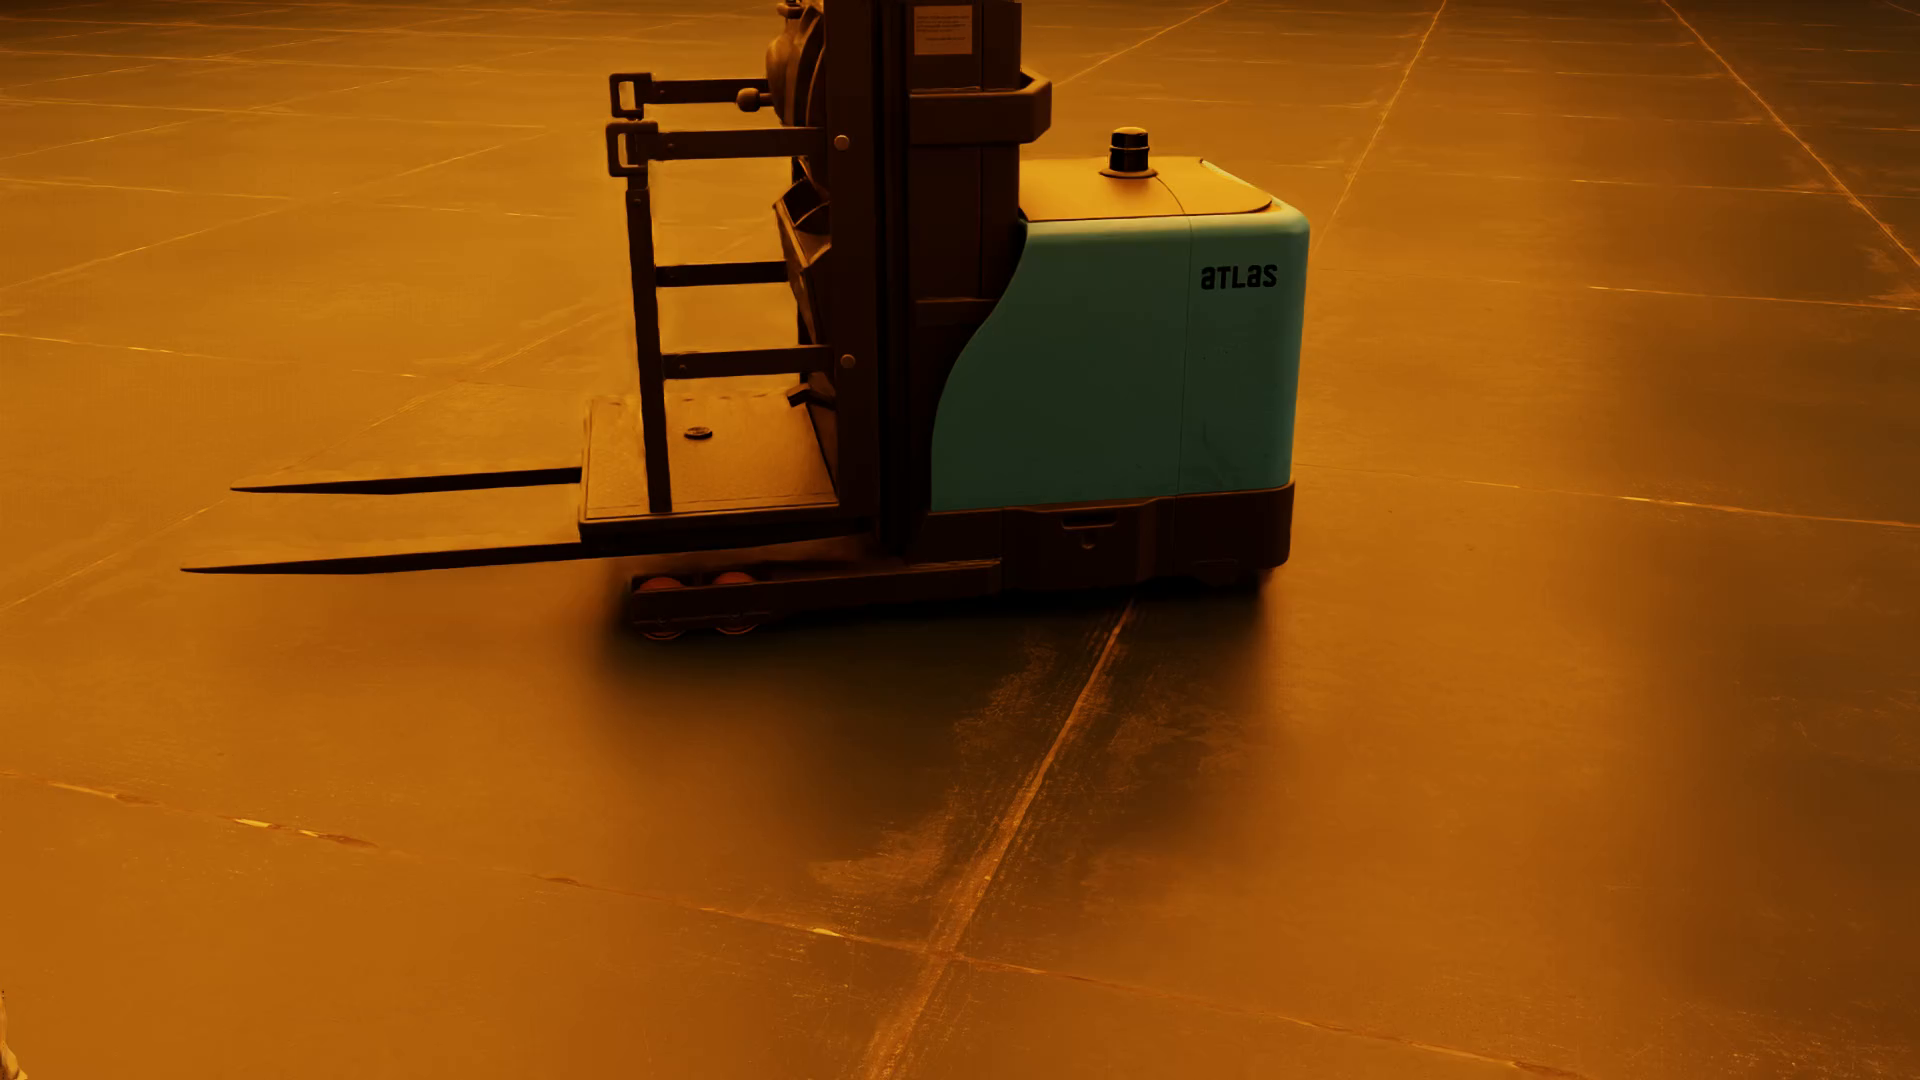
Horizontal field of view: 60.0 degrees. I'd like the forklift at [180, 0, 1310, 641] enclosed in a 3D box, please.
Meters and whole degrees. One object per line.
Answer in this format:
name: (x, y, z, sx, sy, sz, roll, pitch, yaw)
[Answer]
forklift: (-0.616, -1.303, 4.436, 3.031, 2.935, 1.130, -4, 23, -10)
